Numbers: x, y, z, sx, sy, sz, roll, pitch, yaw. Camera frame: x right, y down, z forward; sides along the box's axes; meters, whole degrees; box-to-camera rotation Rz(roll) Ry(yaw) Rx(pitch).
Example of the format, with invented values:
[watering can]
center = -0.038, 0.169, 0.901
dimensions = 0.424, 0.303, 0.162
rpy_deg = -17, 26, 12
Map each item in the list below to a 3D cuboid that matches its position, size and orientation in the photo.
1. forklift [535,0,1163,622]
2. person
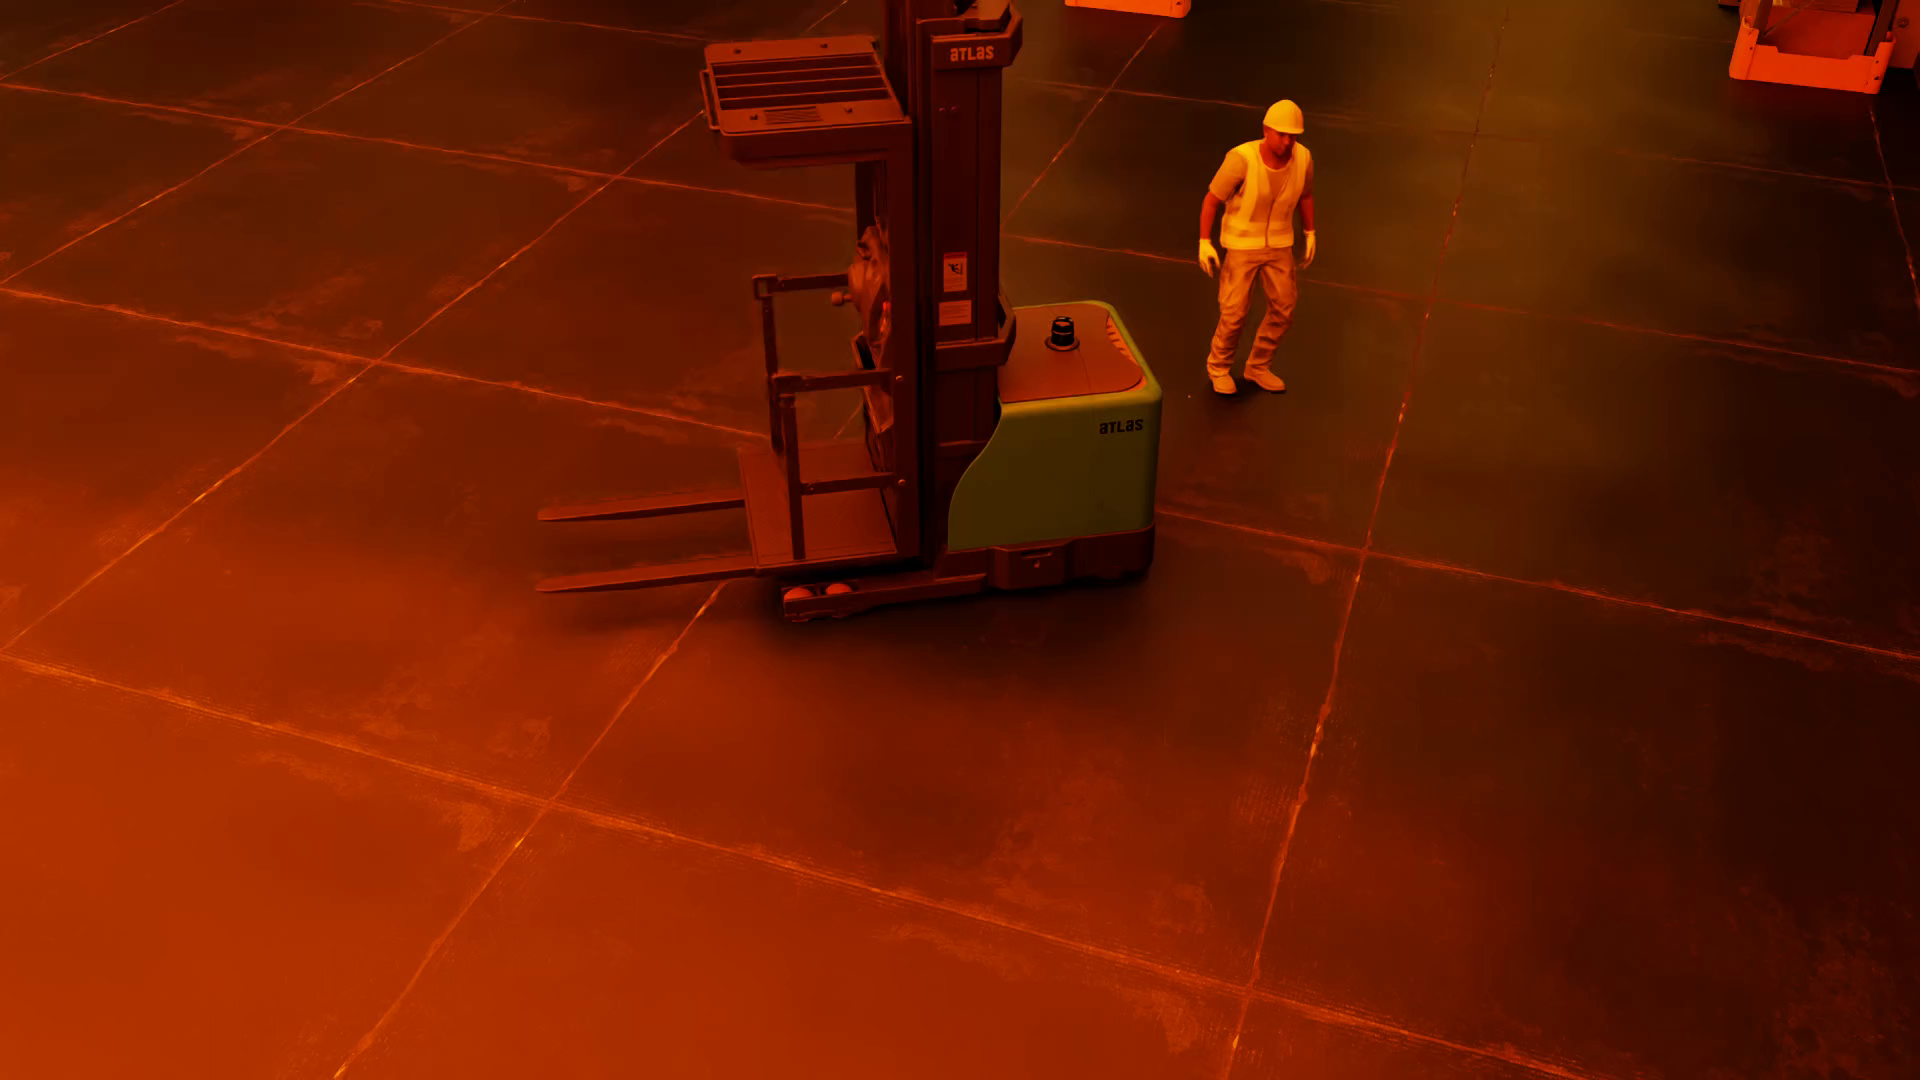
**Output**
[forklift]
center = -0.599, -1.128, 7.702
dimensions = 3.031, 2.935, 1.130
rpy_deg = -6, 36, -9
[person]
center = 1.694, -1.664, 9.493
dimensions = 0.731, 1.753, 0.415
rpy_deg = -7, 36, -10
